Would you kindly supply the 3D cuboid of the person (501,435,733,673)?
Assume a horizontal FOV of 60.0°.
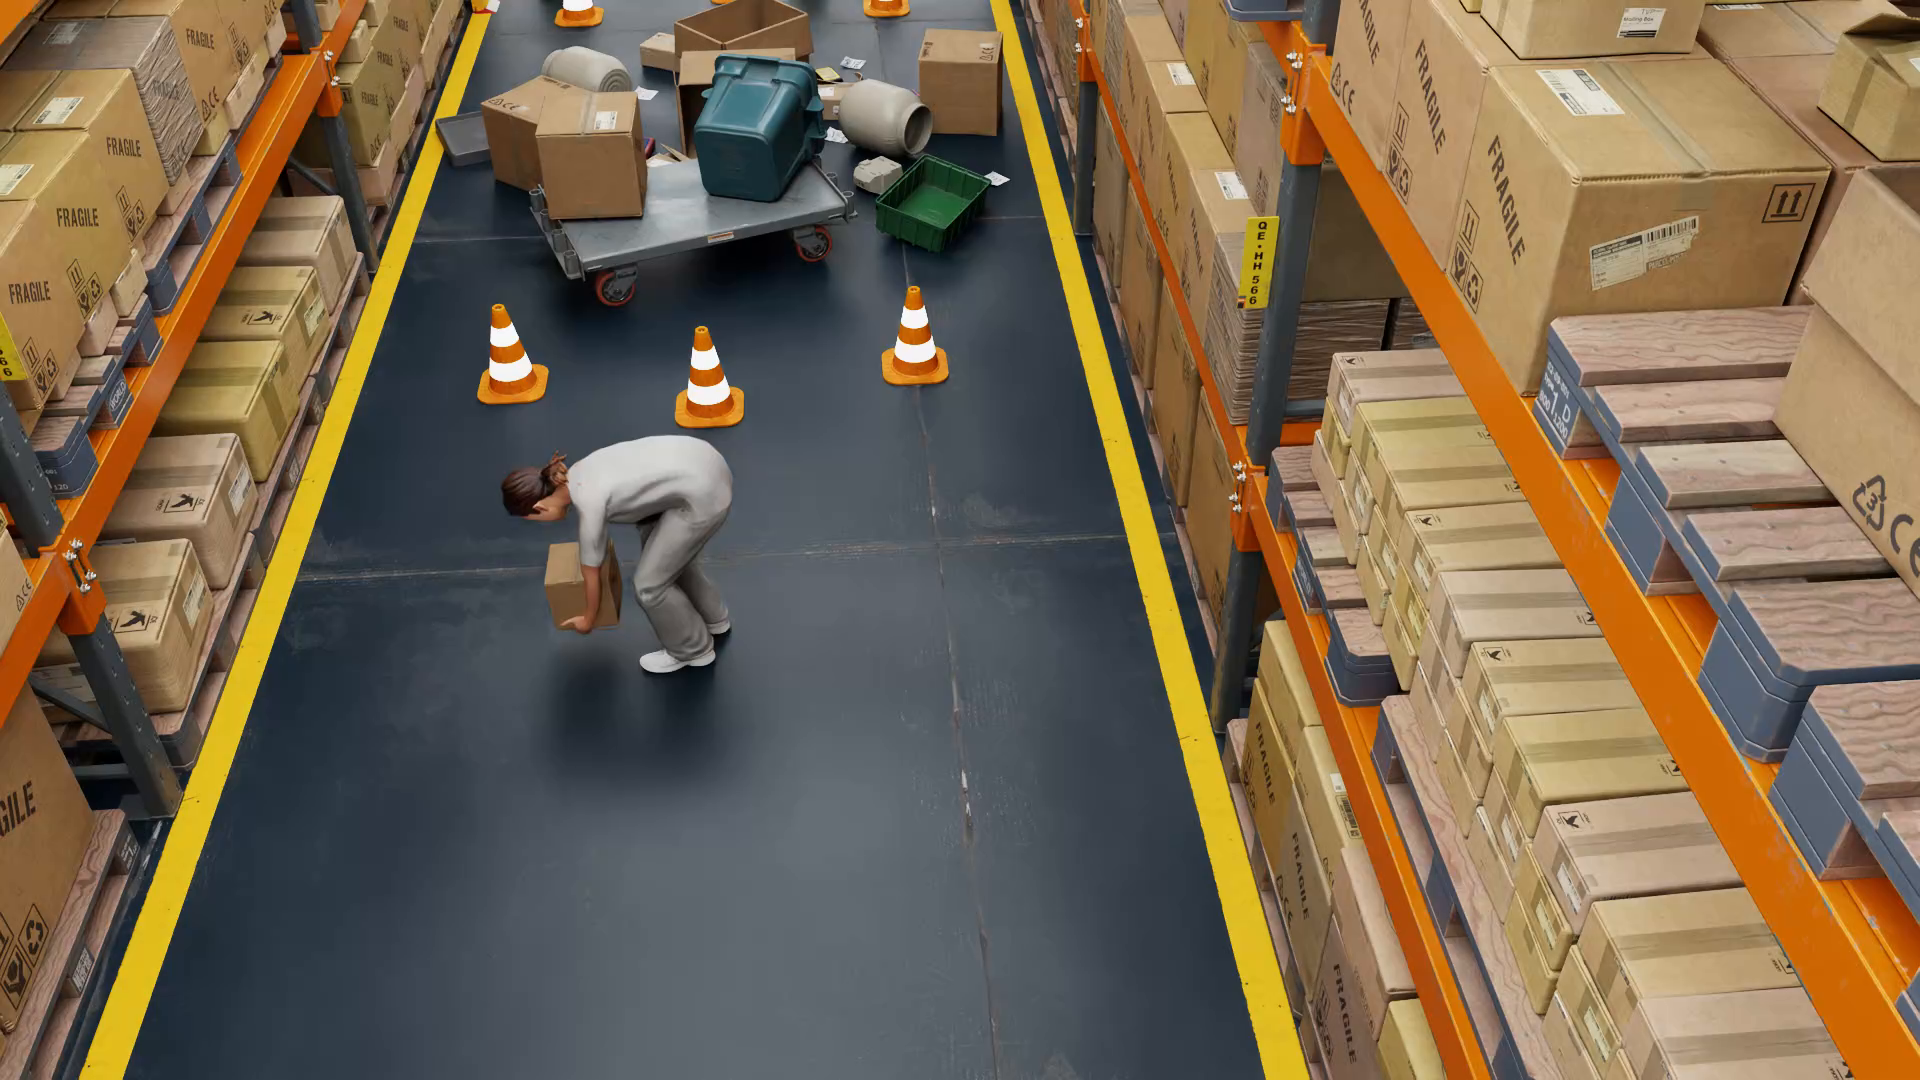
[{"bbox_3d":[-1.312,0.064,6.593,0.872,1.025,0.427,-5,39,-6],"label":"person"}]
